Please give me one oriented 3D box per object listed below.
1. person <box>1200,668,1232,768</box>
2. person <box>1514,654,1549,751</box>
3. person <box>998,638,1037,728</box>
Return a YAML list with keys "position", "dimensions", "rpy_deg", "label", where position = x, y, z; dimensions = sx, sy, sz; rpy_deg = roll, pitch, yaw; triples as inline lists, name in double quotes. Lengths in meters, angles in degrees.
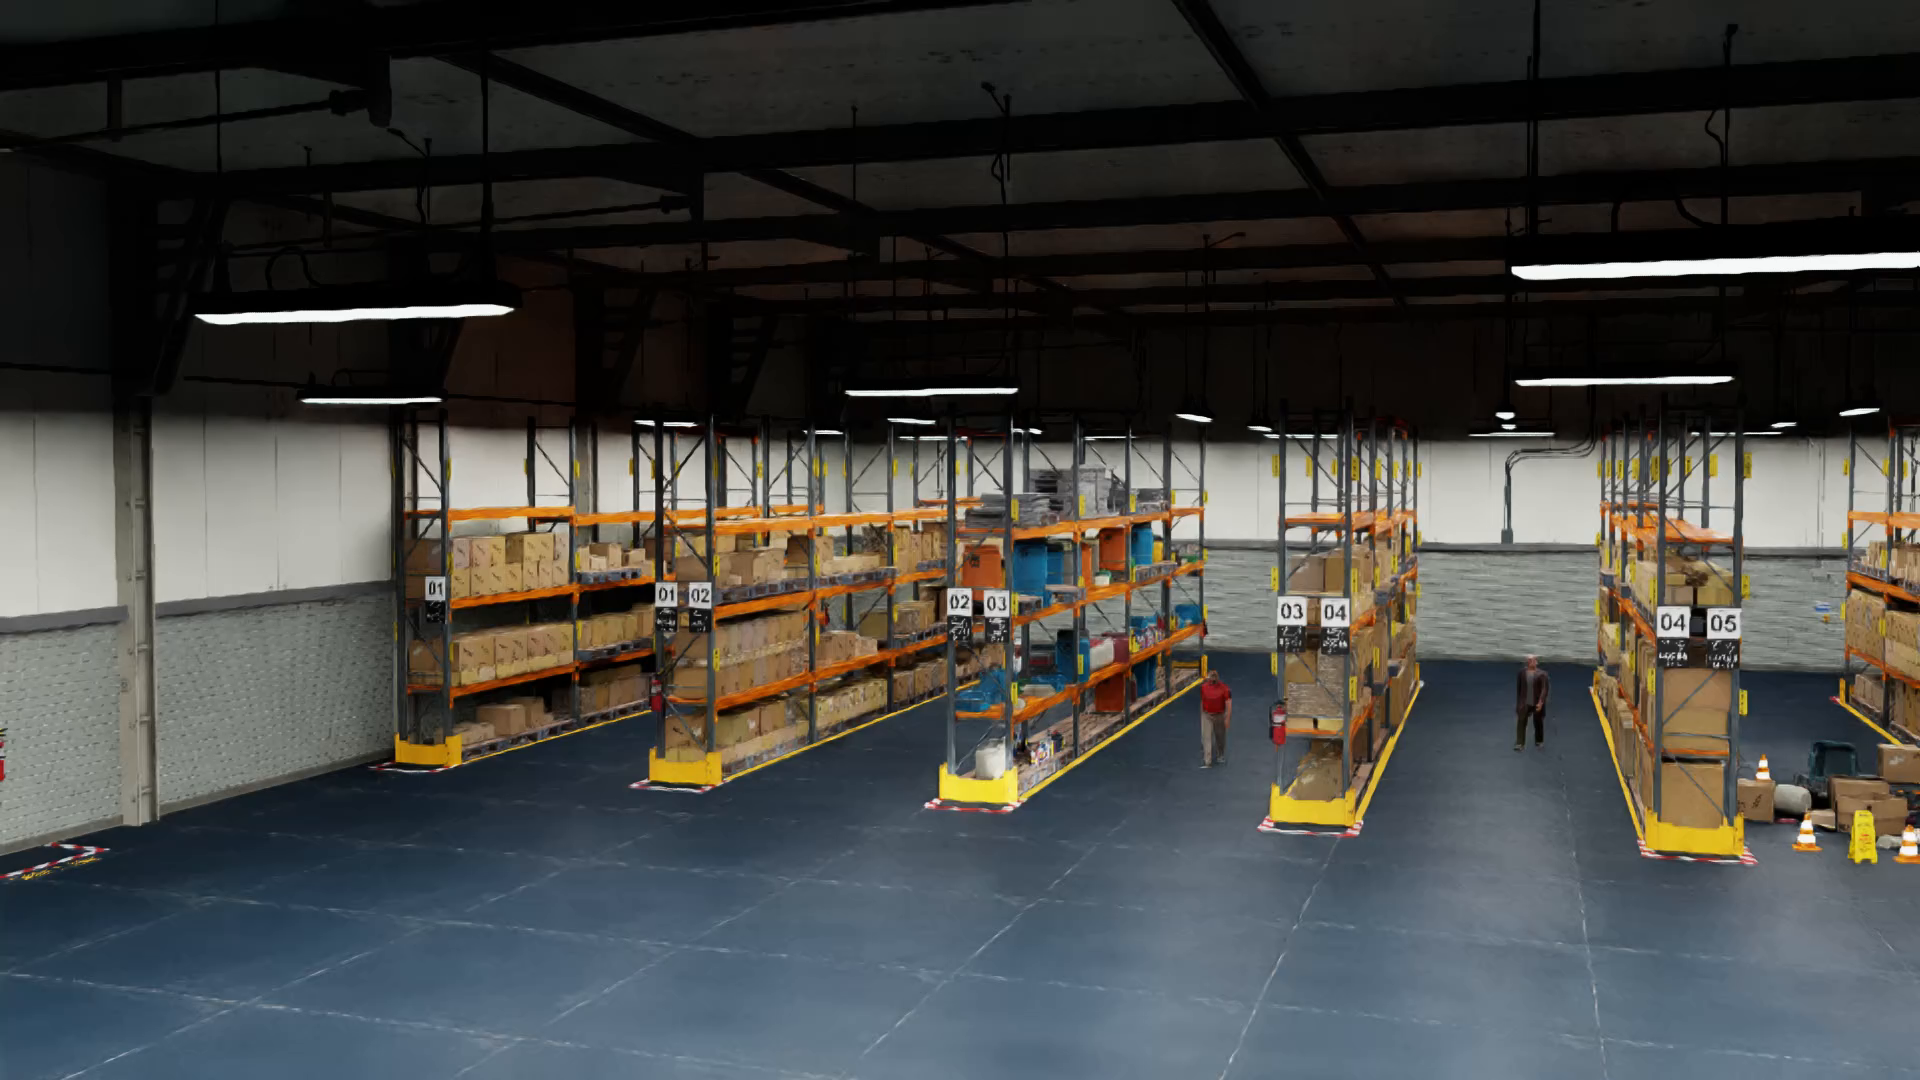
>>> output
- position: [4.284, 2.953, 27.863]
  dimensions: [0.554, 1.644, 1.027]
  rpy_deg: [1, 3, 17]
  label: "person"
- position: [10.124, 2.865, 29.431]
  dimensions: [0.573, 1.715, 1.097]
  rpy_deg: [1, 3, 27]
  label: "person"
- position: [1.143, 2.753, 32.067]
  dimensions: [0.554, 1.722, 1.037]
  rpy_deg: [1, 3, 28]
  label: "person"
